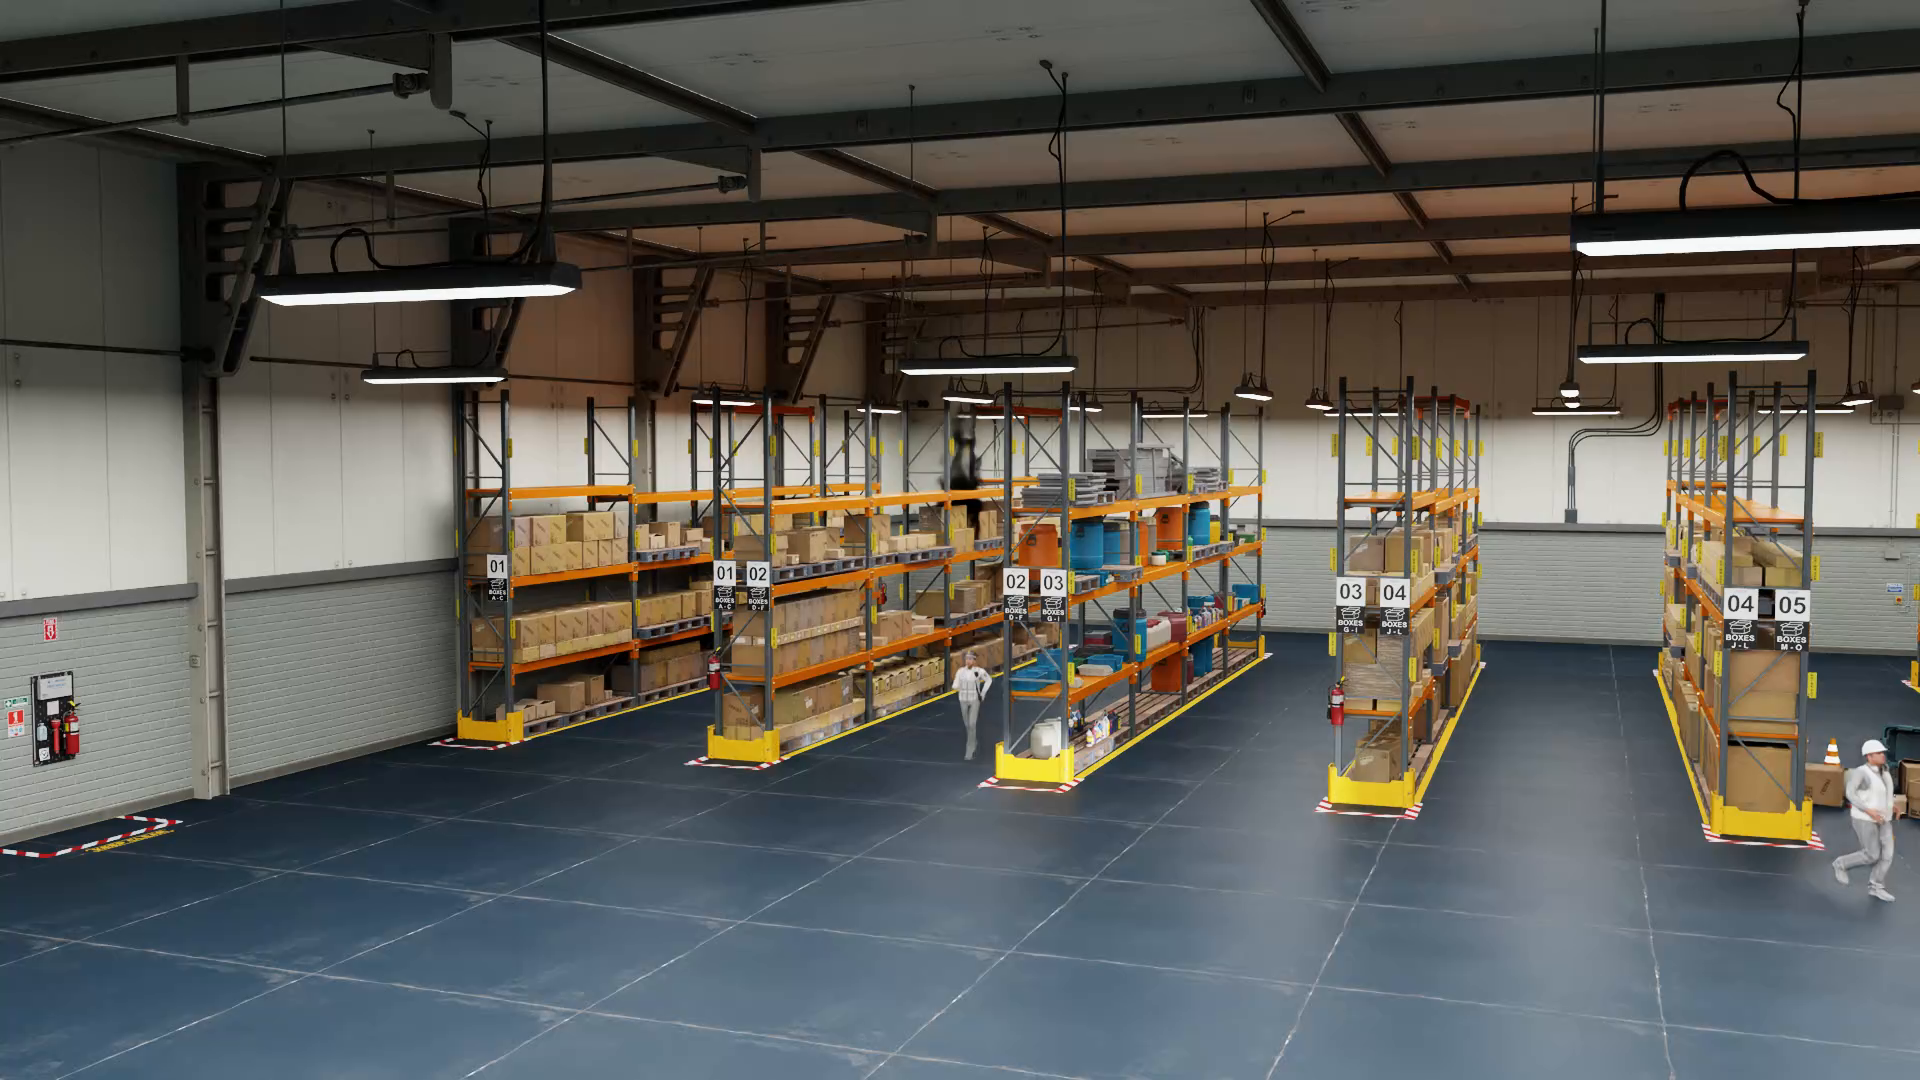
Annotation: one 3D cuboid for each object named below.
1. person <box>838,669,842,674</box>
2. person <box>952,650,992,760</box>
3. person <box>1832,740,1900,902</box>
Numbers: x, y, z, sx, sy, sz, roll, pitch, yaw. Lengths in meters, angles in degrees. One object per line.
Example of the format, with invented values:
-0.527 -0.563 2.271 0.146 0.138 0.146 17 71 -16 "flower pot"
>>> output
-2.563 2.224 34.683 0.735 1.869 0.836 1 3 18 "person"
0.169 2.651 27.046 0.602 1.733 0.812 1 3 19 "person"
10.185 3.110 18.633 0.684 1.761 0.685 -1 3 -24 "person"
